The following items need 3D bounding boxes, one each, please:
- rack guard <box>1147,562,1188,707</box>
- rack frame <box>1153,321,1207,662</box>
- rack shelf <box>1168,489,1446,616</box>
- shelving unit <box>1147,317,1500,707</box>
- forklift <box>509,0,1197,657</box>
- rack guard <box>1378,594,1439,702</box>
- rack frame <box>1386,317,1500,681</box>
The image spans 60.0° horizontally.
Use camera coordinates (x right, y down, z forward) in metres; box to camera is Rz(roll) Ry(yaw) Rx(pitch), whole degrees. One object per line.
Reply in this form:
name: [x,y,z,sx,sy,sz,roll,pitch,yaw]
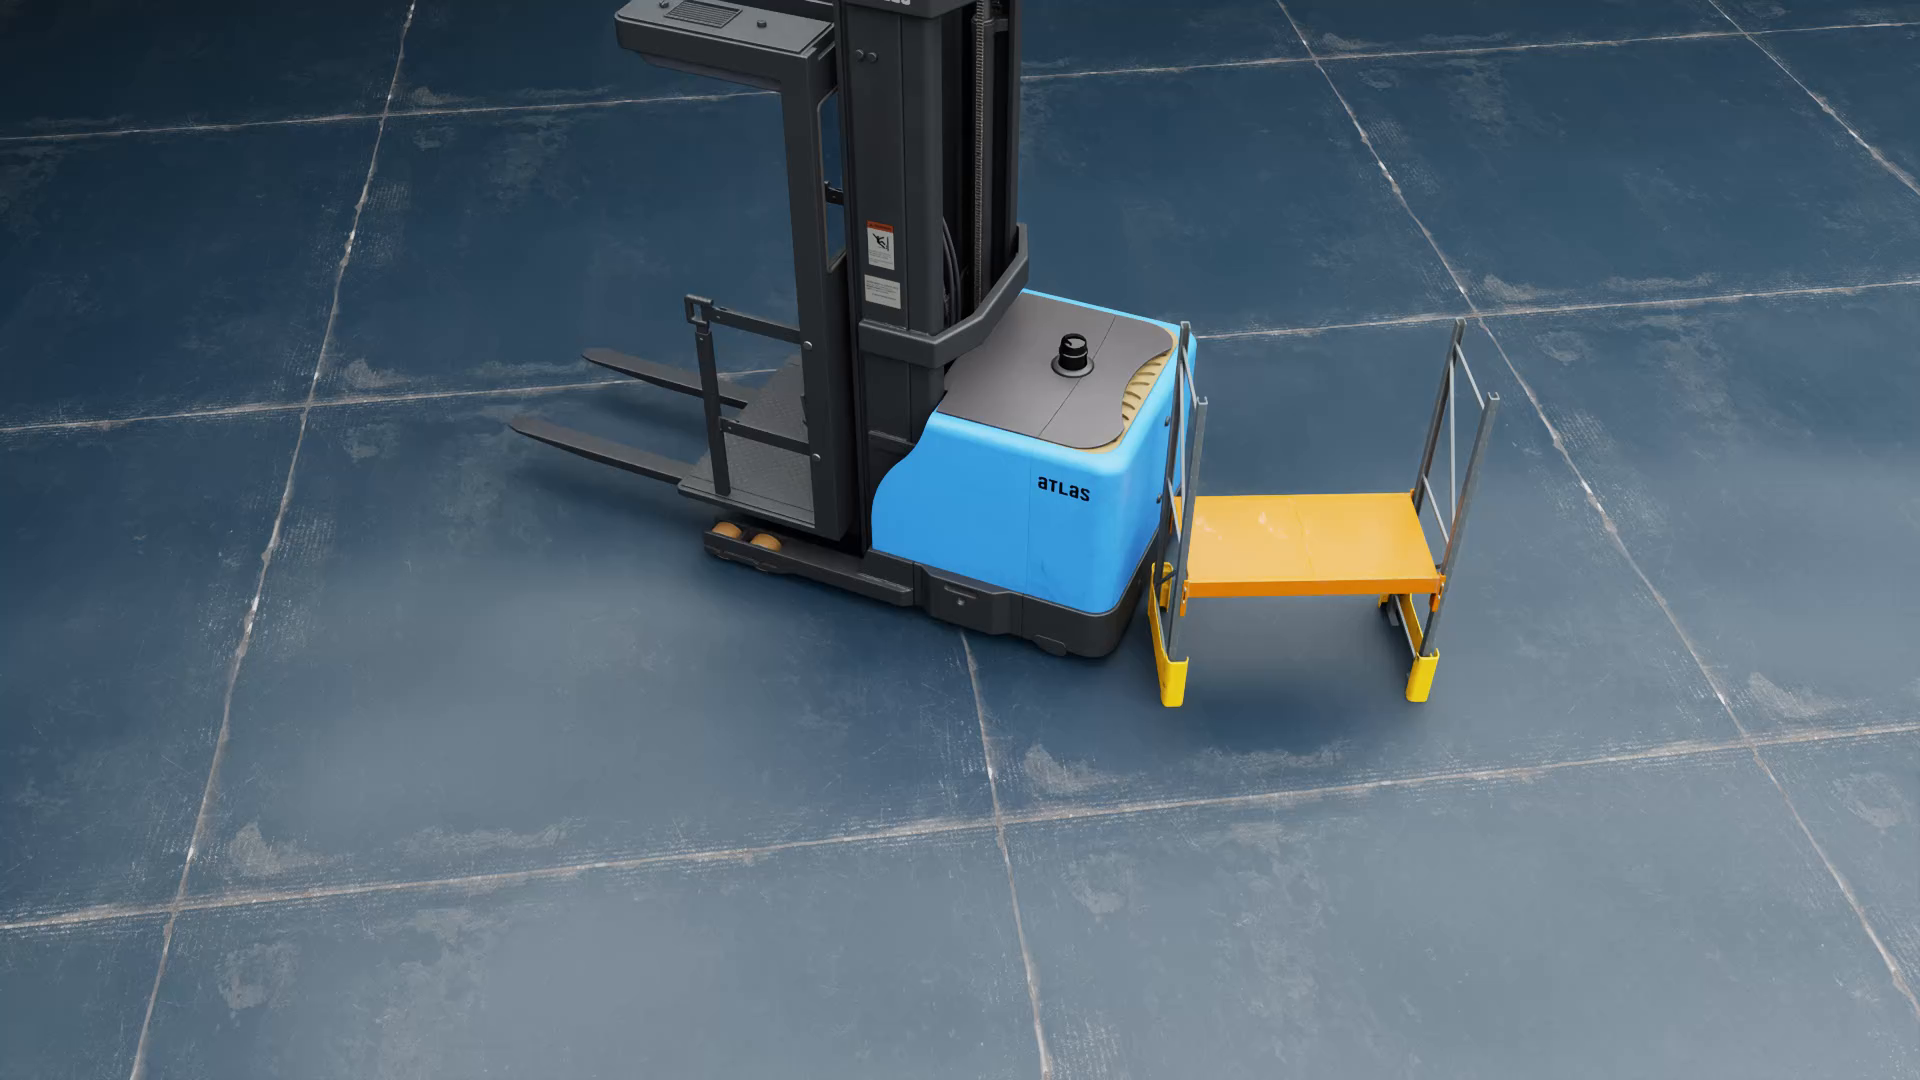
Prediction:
rack guard: [0.853,0.384,6.853,0.087,0.250,0.587,-1,42,-1]
rack frame: [0.834,-0.080,6.434,0.032,1.500,0.500,-1,42,-1]
rack shelf: [1.342,0.045,6.564,1.000,0.185,0.538,-1,42,-1]
shelving unit: [1.351,-0.089,6.444,1.083,1.500,0.587,-1,42,-1]
forklift: [-0.578,-1.257,6.670,3.031,2.935,1.130,16,45,17]
rack guard: [1.849,0.367,6.872,0.087,0.250,0.587,-1,42,-1]
rack frame: [1.850,-0.098,6.453,0.032,1.500,0.500,-1,42,-1]
